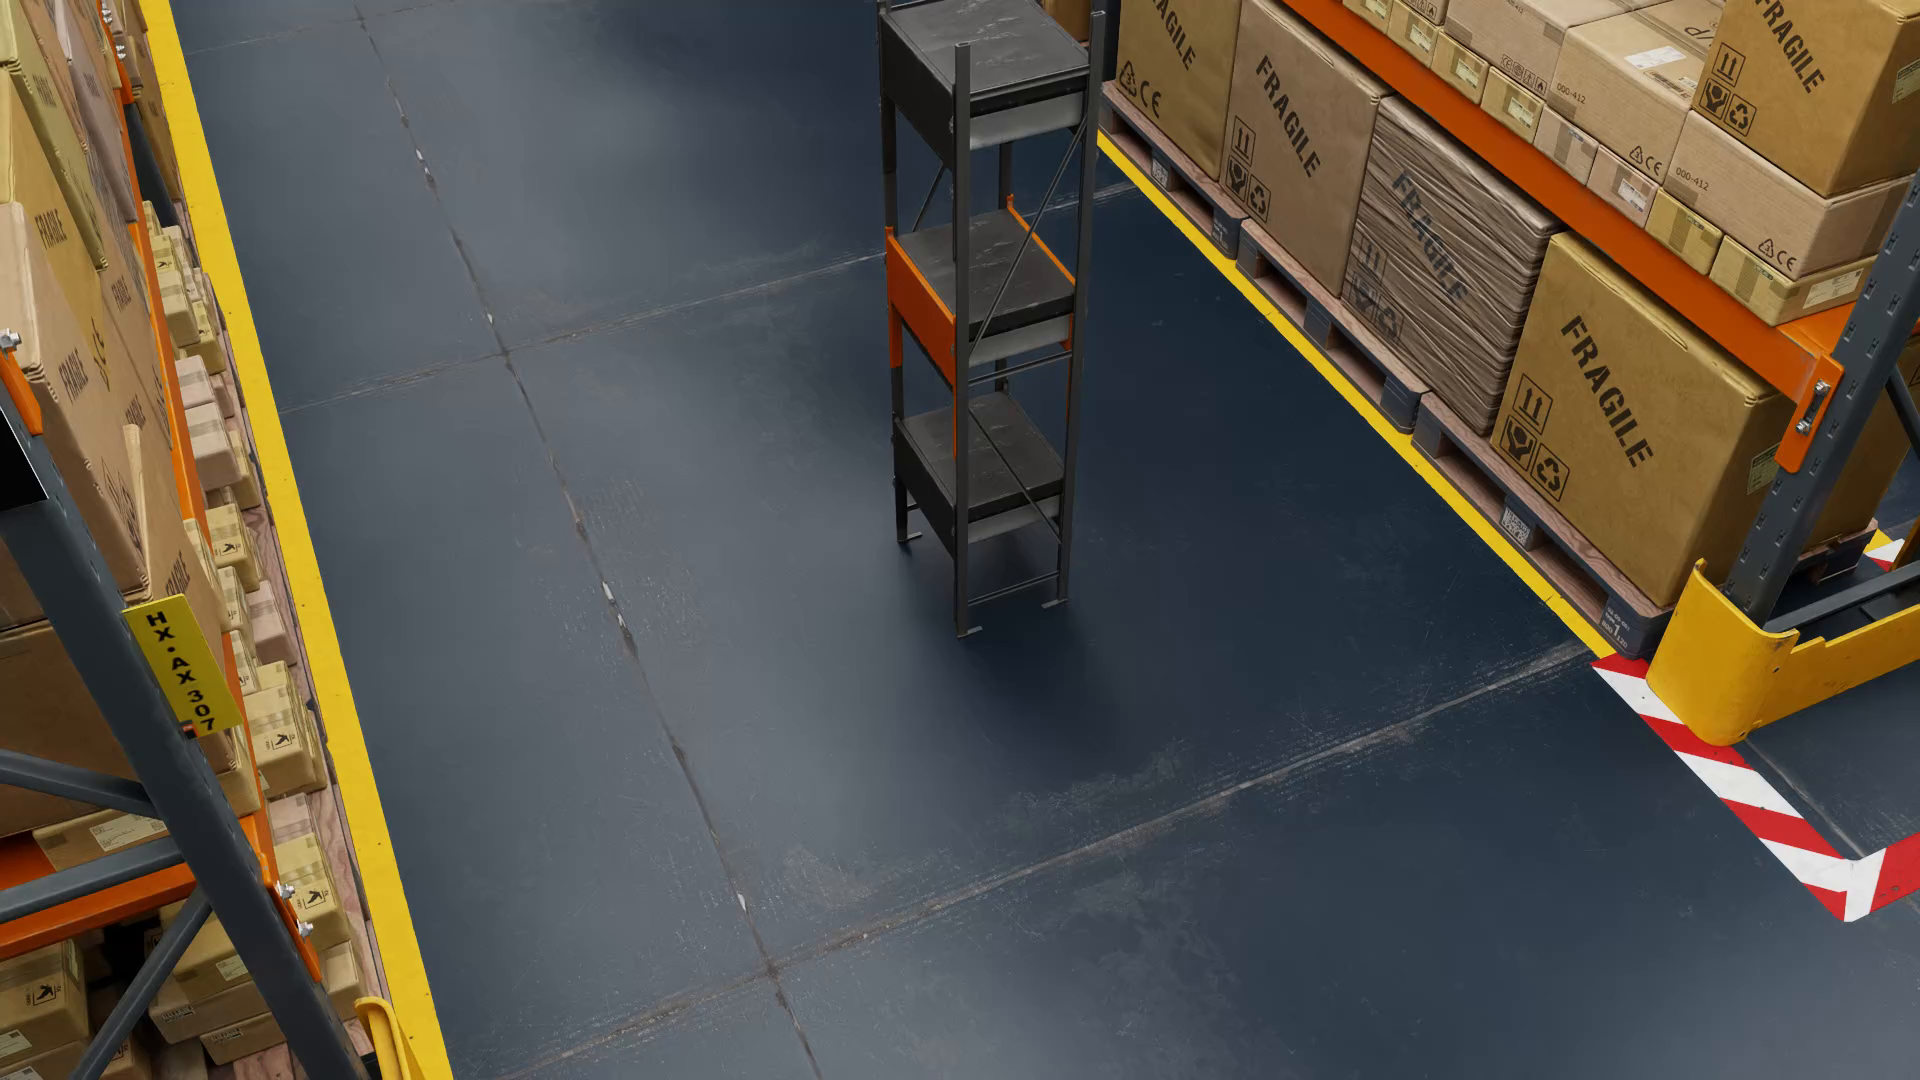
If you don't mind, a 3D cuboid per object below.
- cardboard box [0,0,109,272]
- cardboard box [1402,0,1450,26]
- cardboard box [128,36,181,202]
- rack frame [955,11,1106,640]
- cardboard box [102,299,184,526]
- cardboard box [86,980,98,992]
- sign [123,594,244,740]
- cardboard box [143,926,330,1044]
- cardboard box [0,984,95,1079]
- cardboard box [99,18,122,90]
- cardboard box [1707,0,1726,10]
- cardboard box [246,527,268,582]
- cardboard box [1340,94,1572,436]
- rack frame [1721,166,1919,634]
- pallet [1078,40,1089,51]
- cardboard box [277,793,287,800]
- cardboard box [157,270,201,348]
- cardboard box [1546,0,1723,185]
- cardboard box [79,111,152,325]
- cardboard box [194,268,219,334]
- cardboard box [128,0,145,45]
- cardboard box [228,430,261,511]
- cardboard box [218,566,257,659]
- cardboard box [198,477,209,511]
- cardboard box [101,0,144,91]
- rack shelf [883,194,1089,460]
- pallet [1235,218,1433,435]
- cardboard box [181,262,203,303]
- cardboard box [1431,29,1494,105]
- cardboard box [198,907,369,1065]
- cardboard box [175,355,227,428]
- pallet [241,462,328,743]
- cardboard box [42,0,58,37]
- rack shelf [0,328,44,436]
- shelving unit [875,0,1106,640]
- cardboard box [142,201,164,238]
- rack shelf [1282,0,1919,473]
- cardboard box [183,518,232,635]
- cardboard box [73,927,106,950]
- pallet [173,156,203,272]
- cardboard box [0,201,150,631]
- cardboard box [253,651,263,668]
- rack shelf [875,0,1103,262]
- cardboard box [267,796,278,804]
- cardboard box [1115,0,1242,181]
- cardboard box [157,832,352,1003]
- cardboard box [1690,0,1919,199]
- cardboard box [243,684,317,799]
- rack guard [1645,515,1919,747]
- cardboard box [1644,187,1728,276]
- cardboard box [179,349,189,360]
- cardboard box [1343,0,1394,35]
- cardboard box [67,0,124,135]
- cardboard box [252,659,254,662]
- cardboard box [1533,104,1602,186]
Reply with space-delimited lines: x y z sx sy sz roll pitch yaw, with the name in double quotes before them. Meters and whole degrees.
"cardboard box" -2.153 -0.834 3.465 0.500 0.500 0.500 -19 48 -18
"cardboard box" 1.660 -1.976 5.512 0.500 0.250 0.500 -18 47 -17
"cardboard box" -3.541 -1.672 6.790 0.500 0.500 0.500 -16 47 -16
"rack frame" 0.172 -0.486 4.748 0.400 2.100 0.015 -18 47 -17
"cardboard box" -1.975 -0.157 3.490 0.500 0.500 0.500 -18 47 -17
"cardboard box" -2.399 1.143 4.186 0.380 0.149 0.250 -17 47 -16
"sign" -1.296 0.217 2.778 0.100 0.325 0.005 -18 47 -17
"cardboard box" -1.776 1.035 4.084 0.380 0.149 0.250 -16 47 -16
"cardboard box" -2.270 1.193 3.924 0.380 0.149 0.250 -19 48 -18
"cardboard box" -2.931 -1.529 5.343 0.380 0.149 0.250 -19 48 -18
"cardboard box" 2.573 -1.482 5.011 0.500 0.250 0.500 -19 48 -18
"cardboard box" -2.381 0.141 5.202 0.380 0.149 0.250 -18 47 -17
"cardboard box" 2.030 -1.072 5.914 0.875 0.875 0.875 -18 47 -17
"rack frame" 2.754 -0.715 4.339 1.000 3.000 0.127 -18 47 -17
"pallet" 0.679 -2.741 8.377 1.003 0.211 1.213 -18 47 -17
"cardboard box" -2.013 0.824 4.510 0.380 0.149 0.250 -18 47 -17
"cardboard box" -2.830 -0.752 5.684 0.380 0.149 0.250 -18 48 -18
"cardboard box" 2.097 -1.321 4.848 0.500 0.250 0.500 -19 48 -18
"cardboard box" -2.389 -0.796 4.138 0.500 0.500 0.500 -19 48 -18
"cardboard box" -2.997 -0.849 6.205 0.380 0.149 0.250 -17 47 -17
"cardboard box" -3.997 -2.339 7.465 0.500 0.500 0.500 -17 47 -17
"cardboard box" -2.561 -0.189 5.537 0.380 0.149 0.250 -18 47 -17
"cardboard box" -2.203 0.253 4.665 0.380 0.149 0.250 -16 47 -16
"cardboard box" -2.465 -0.060 4.982 0.380 0.149 0.250 -18 47 -17
"cardboard box" -3.542 -1.939 6.526 0.500 0.250 0.500 -20 48 -19
"rack shelf" 0.070 -0.632 4.915 0.431 0.518 0.480 -18 47 -17
"pallet" 1.838 -0.985 6.598 1.003 0.211 1.213 -18 47 -17
"cardboard box" -2.925 -0.828 5.973 0.380 0.149 0.250 -20 48 -19
"cardboard box" 1.765 -1.570 5.385 0.380 0.149 0.250 -18 47 -17
"cardboard box" -1.718 1.123 4.207 0.380 0.149 0.250 -17 47 -17
"cardboard box" -2.594 -0.419 5.346 0.380 0.149 0.250 -20 48 -19
"pallet" -2.639 0.325 5.270 1.003 0.211 1.213 -18 47 -17
"cardboard box" -2.603 -1.483 4.122 0.500 0.500 0.500 -17 47 -16
"rack shelf" -2.630 -1.400 3.410 1.077 0.370 4.000 -18 47 -17
"shelving unit" 0.070 -0.642 4.906 0.431 2.100 0.503 -18 47 -17
"cardboard box" -3.085 -1.060 5.996 0.380 0.149 0.250 -17 47 -16
"rack shelf" 1.913 -1.733 5.883 1.077 0.370 4.000 -18 47 -17
"cardboard box" -1.837 0.135 3.657 0.380 0.149 0.250 -19 48 -19
"cardboard box" -2.295 0.900 4.010 0.380 0.149 0.250 -17 47 -17
"pallet" -3.799 -1.366 6.985 1.003 0.211 1.213 -18 47 -17
"cardboard box" -1.737 -0.176 2.798 0.500 0.500 0.500 -18 47 -18
"cardboard box" -2.215 0.494 4.844 0.380 0.149 0.250 -18 47 -17
"rack shelf" 0.070 -1.130 4.424 0.431 0.518 0.480 -18 47 -17
"cardboard box" -2.023 0.714 4.409 0.380 0.149 0.250 -17 47 -17
"cardboard box" 1.277 -2.213 7.071 0.875 0.875 0.875 -18 47 -17
"cardboard box" -1.701 0.905 4.004 0.380 0.149 0.250 -20 48 -19
"cardboard box" 2.311 -1.267 4.259 0.500 0.500 0.500 -17 47 -17
"cardboard box" -1.915 0.567 4.347 0.380 0.149 0.250 -18 47 -18
"rack guard" 2.764 0.190 5.201 1.175 0.500 0.348 -18 47 -17
"cardboard box" 2.195 -0.920 4.726 0.380 0.149 0.250 -18 47 -17
"cardboard box" -2.779 -0.474 5.614 0.380 0.149 0.250 -18 47 -17
"cardboard box" 1.552 -1.895 5.713 0.380 0.149 0.250 -19 48 -19
"cardboard box" -2.794 -1.449 4.800 0.500 0.500 0.500 -19 48 -18
"cardboard box" -2.230 0.378 4.750 0.380 0.149 0.250 -20 48 -19
"cardboard box" 1.986 -1.240 5.050 0.380 0.149 0.250 -17 47 -17
